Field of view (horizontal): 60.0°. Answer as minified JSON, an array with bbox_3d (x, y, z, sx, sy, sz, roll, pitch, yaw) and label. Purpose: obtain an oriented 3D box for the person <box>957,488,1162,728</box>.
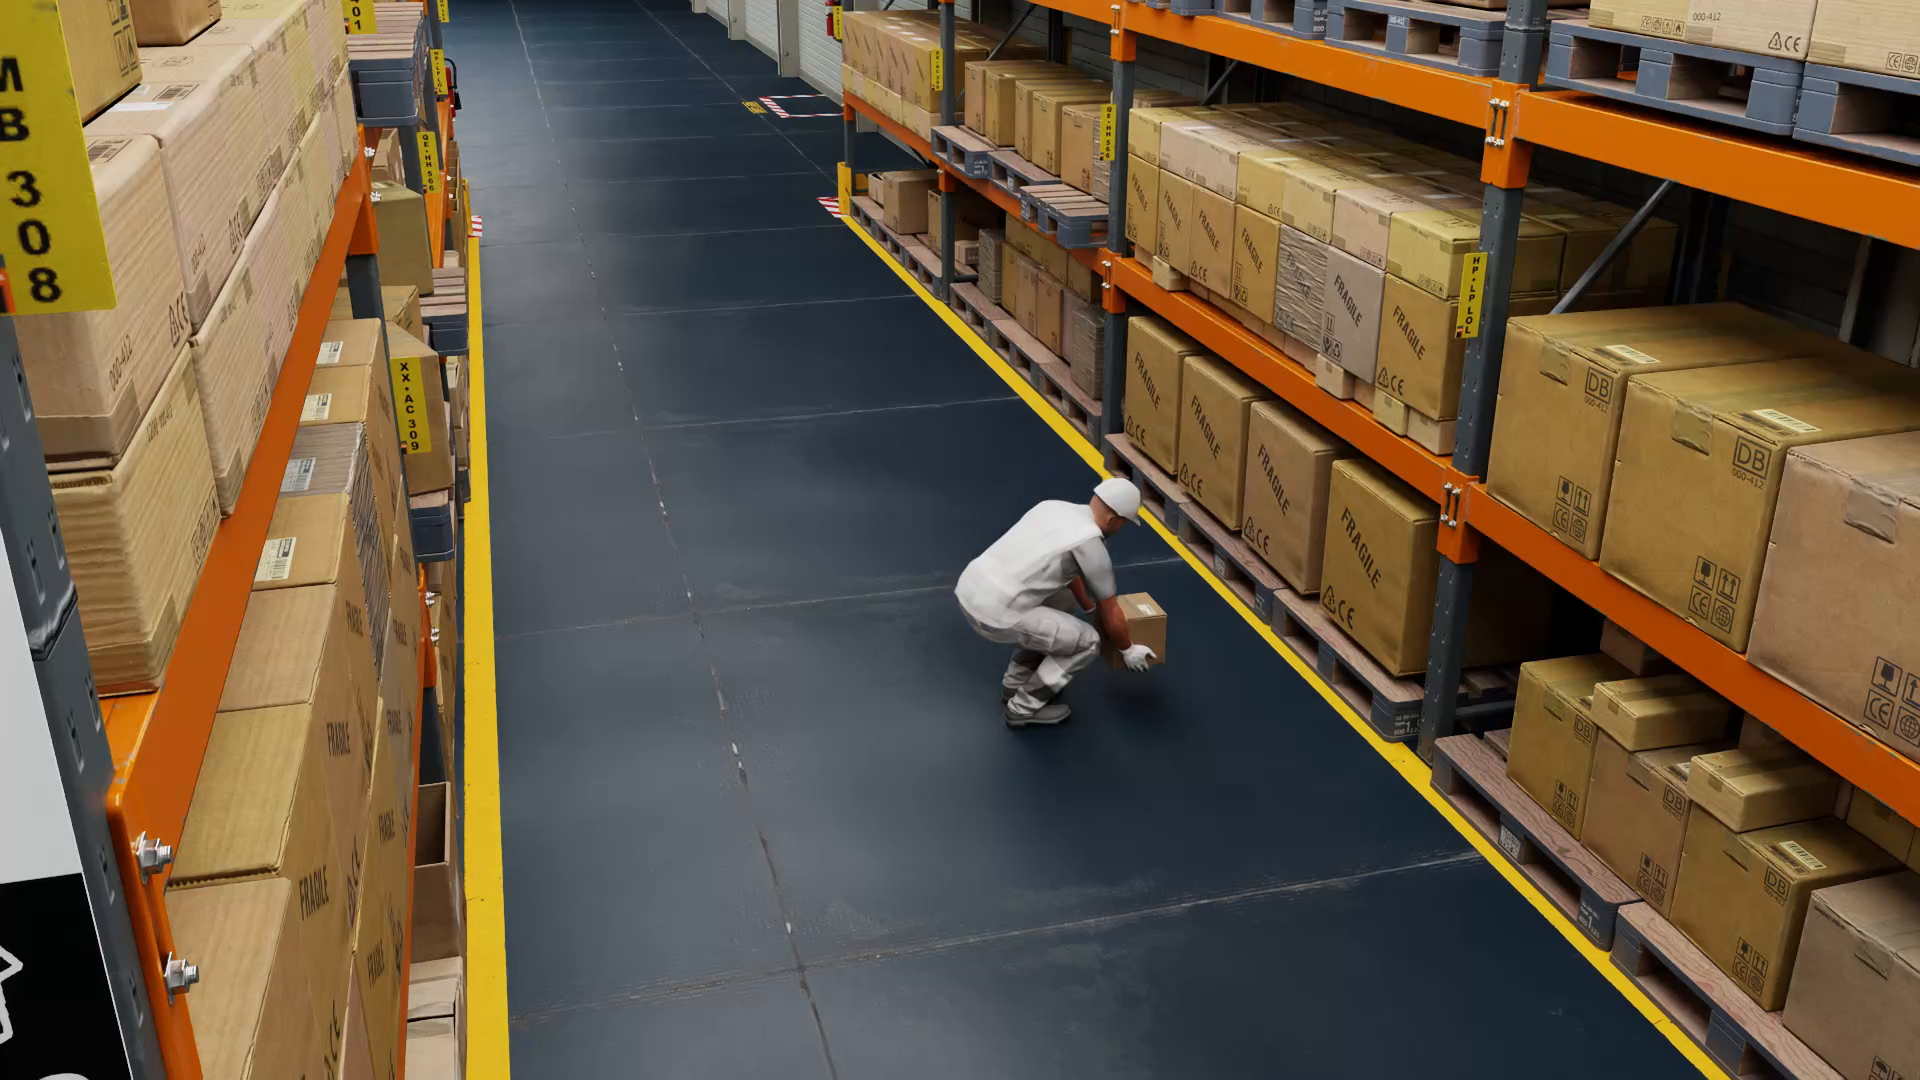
[{"bbox_3d":[0.414,0.282,7.413,0.865,1.005,0.572,-6,24,-14],"label":"person"}]
